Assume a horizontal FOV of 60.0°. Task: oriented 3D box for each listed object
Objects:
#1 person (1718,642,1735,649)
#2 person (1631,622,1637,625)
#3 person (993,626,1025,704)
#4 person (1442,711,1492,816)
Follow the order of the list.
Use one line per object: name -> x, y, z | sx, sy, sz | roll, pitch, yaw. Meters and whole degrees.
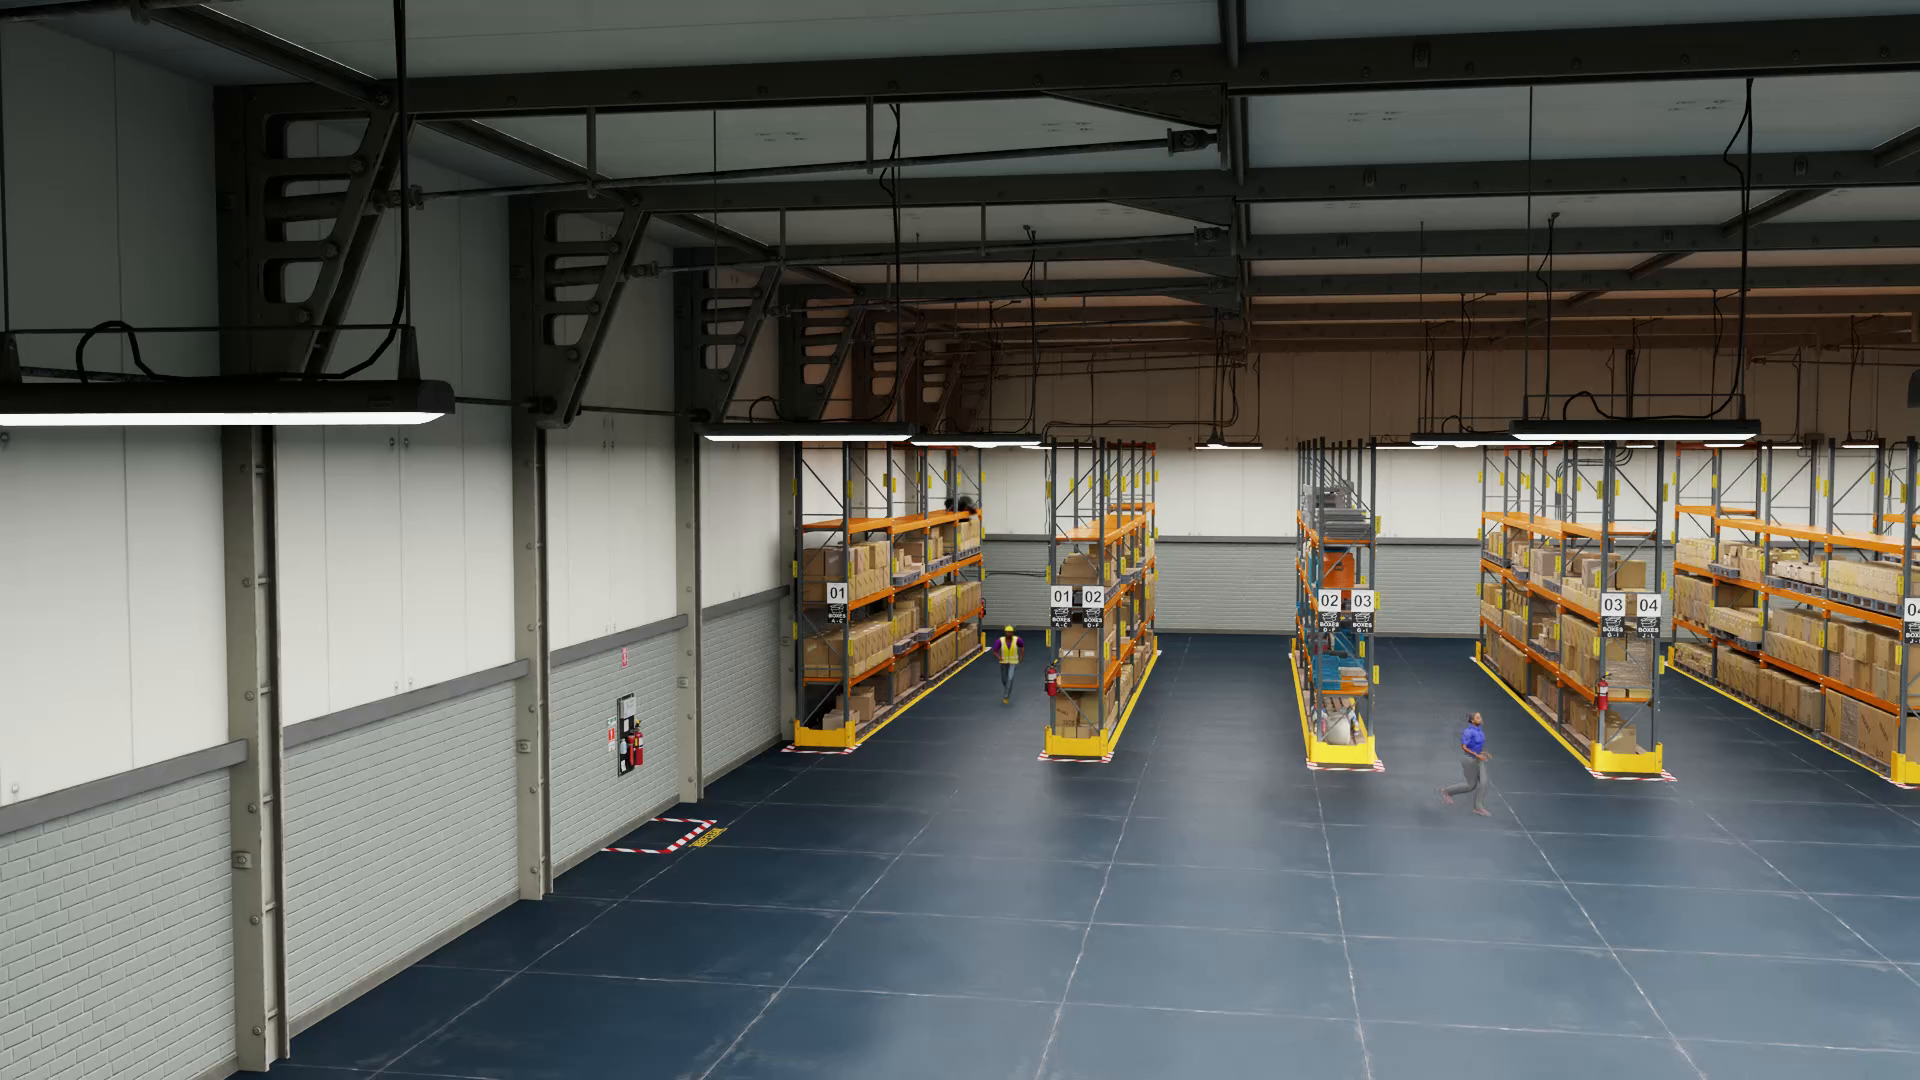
person -> 20.731, 2.488, 45.111 | 0.788, 1.726, 0.737 | -2, 4, -37
person -> 17.684, 2.526, 43.912 | 0.697, 1.724, 0.653 | 1, 3, 20
person -> 1.114, 2.833, 38.133 | 0.725, 1.755, 0.985 | 0, 3, 4
person -> 8.086, 3.525, 26.376 | 0.769, 1.649, 0.586 | 3, 4, 41
